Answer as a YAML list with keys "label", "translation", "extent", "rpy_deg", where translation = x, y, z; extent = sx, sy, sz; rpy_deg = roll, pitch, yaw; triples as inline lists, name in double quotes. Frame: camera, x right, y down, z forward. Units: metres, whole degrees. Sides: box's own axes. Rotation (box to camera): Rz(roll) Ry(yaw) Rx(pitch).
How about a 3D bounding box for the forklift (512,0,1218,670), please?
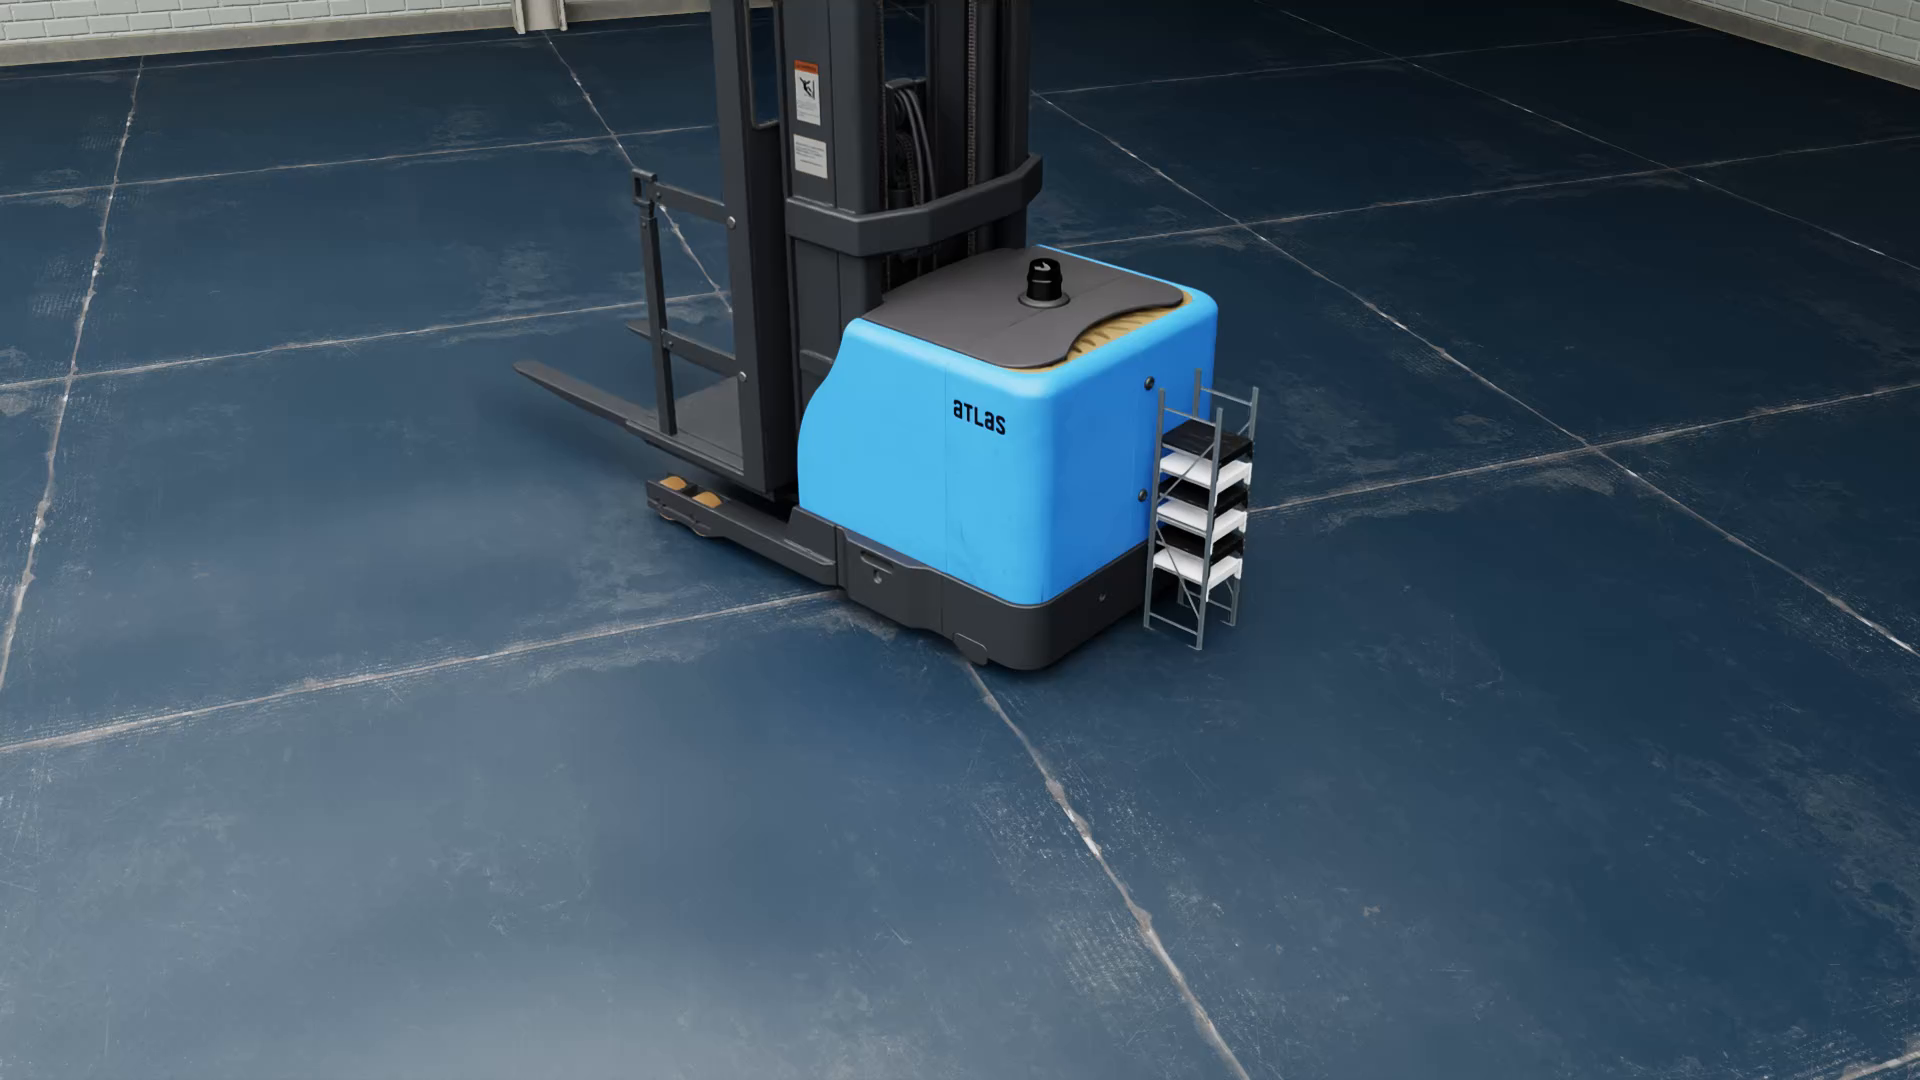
- label: "forklift"
  translation: [-0.564, -1.459, 5.850]
  extent: [3.031, 2.935, 1.130]
  rpy_deg: [24, 37, 35]

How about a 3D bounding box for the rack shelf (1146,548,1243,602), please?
- label: "rack shelf"
  translation: [0.790, 0.093, 5.608]
  extent: [0.258, 0.077, 0.200]
  rpy_deg: [24, 37, 35]

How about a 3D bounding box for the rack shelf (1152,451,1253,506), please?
- label: "rack shelf"
  translation: [0.791, -0.219, 5.429]
  extent: [0.258, 0.077, 0.200]
  rpy_deg: [24, 37, 35]

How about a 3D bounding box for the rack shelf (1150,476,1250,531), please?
- label: "rack shelf"
  translation: [0.791, -0.141, 5.473]
  extent: [0.258, 0.077, 0.200]
  rpy_deg: [24, 37, 35]

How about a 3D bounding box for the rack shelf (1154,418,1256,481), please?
- label: "rack shelf"
  translation: [0.791, -0.297, 5.384]
  extent: [0.258, 0.077, 0.200]
  rpy_deg: [24, 37, 35]

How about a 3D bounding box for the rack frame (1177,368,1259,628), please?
- label: "rack frame"
  translation: [0.858, -0.130, 5.568]
  extent: [0.240, 0.900, 0.006]
  rpy_deg: [24, 37, 35]

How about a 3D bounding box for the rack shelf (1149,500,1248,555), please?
- label: "rack shelf"
  translation: [0.790, -0.063, 5.518]
  extent: [0.258, 0.077, 0.200]
  rpy_deg: [24, 37, 35]

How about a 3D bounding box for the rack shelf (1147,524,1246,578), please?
- label: "rack shelf"
  translation: [0.790, 0.015, 5.563]
  extent: [0.258, 0.077, 0.200]
  rpy_deg: [24, 37, 35]

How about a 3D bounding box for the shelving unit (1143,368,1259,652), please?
- label: "shelving unit"
  translation: [0.790, -0.092, 5.502]
  extent: [0.258, 0.900, 0.210]
  rpy_deg: [24, 37, 35]

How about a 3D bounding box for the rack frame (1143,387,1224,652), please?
- label: "rack frame"
  translation: [0.723, -0.054, 5.435]
  extent: [0.240, 0.900, 0.006]
  rpy_deg: [24, 37, 35]

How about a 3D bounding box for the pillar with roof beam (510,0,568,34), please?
- label: "pillar with roof beam"
  translation: [-1.930, -6.103, 7.871]
  extent: [0.400, 9.000, 9.100]
  rpy_deg: [-10, 31, -18]
